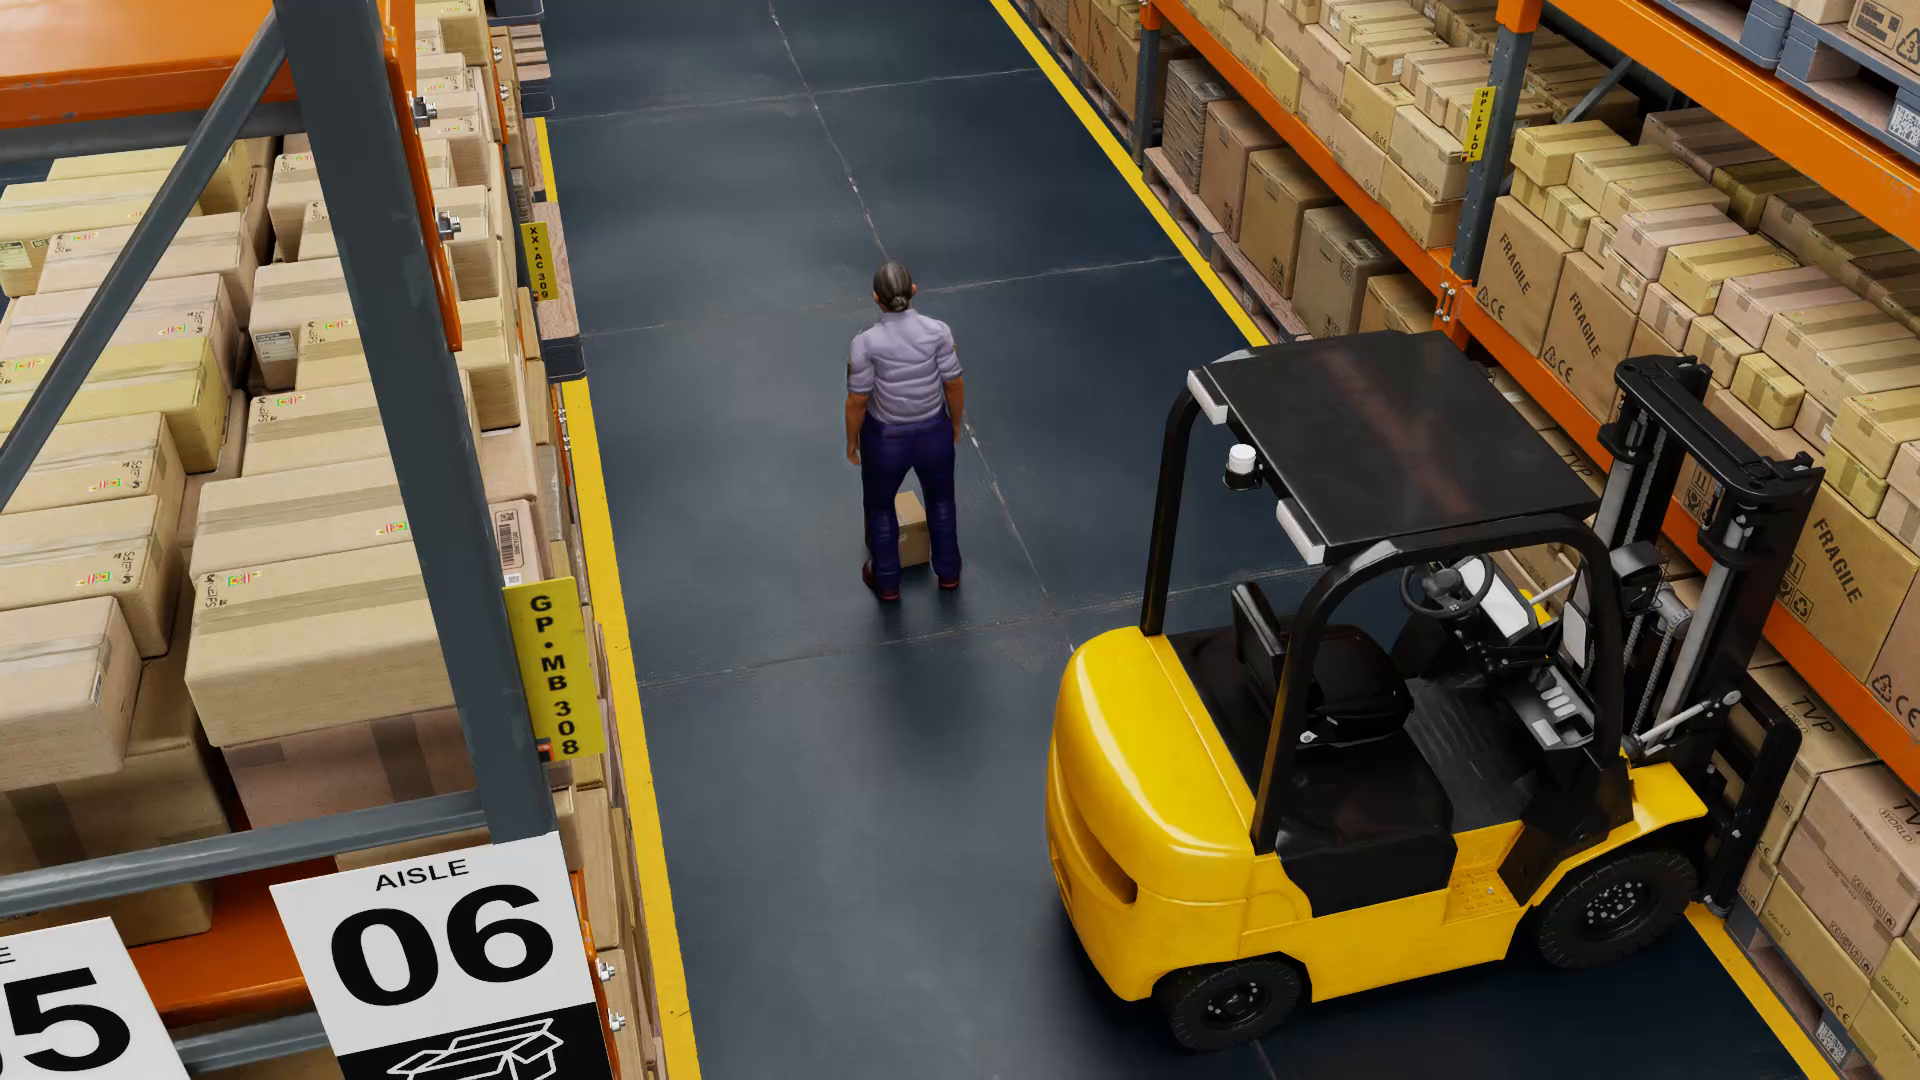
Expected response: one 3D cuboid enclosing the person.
[{"bbox_3d":[-0.231,-0.448,7.285,0.546,1.651,0.367,-10,39,-12],"label":"person"}]
